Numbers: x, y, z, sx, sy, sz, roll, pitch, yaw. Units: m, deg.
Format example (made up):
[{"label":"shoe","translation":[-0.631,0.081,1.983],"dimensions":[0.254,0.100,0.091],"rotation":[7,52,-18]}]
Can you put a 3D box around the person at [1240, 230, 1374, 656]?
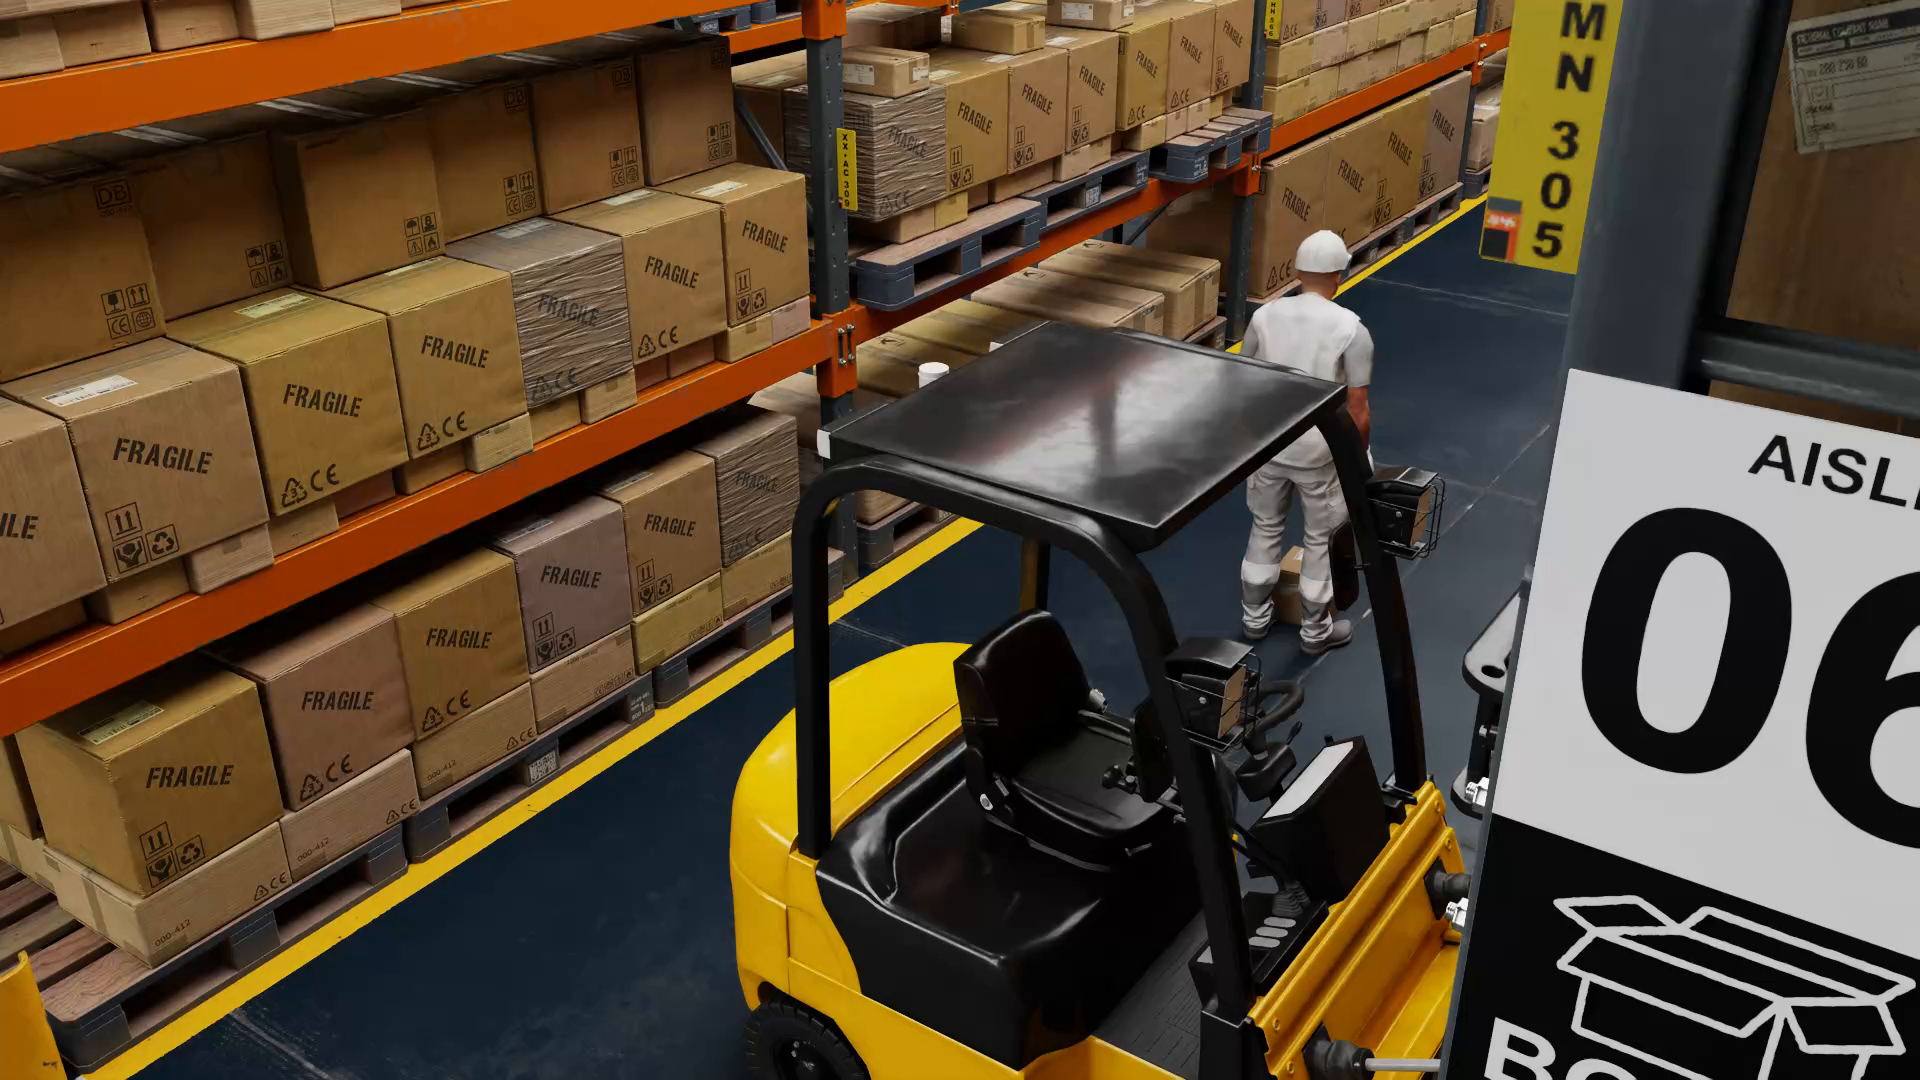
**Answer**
[{"label":"person","translation":[1.415,-0.387,6.868],"dimensions":[0.609,1.779,0.454],"rotation":[17,31,30]}]
